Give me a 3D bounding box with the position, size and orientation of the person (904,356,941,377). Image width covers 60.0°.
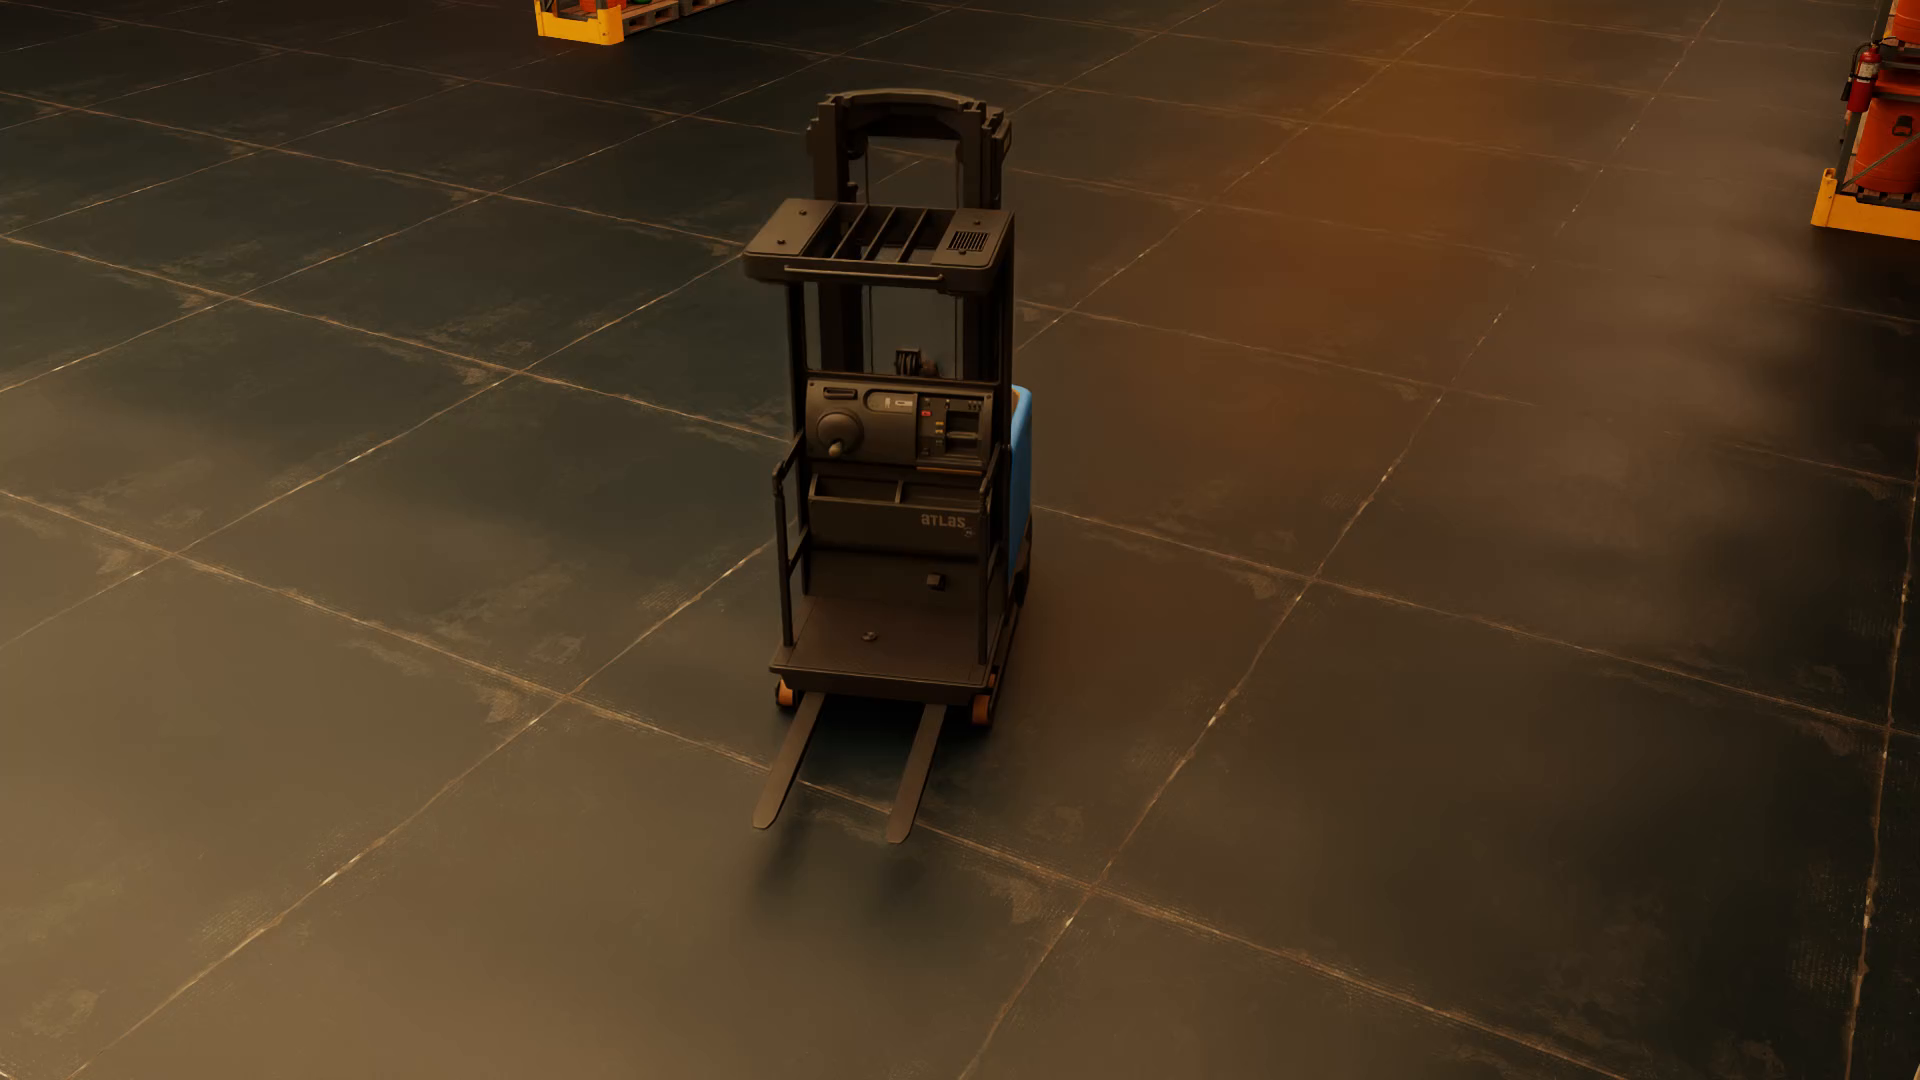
[{"bbox_3d":[-0.386,-0.237,8.801,0.837,1.510,0.847,-20,35,-30],"label":"person"}]

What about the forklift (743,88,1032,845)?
[{"bbox_3d":[-0.333,-0.524,7.978,1.130,2.935,3.031,5,30,8],"label":"forklift"}]
